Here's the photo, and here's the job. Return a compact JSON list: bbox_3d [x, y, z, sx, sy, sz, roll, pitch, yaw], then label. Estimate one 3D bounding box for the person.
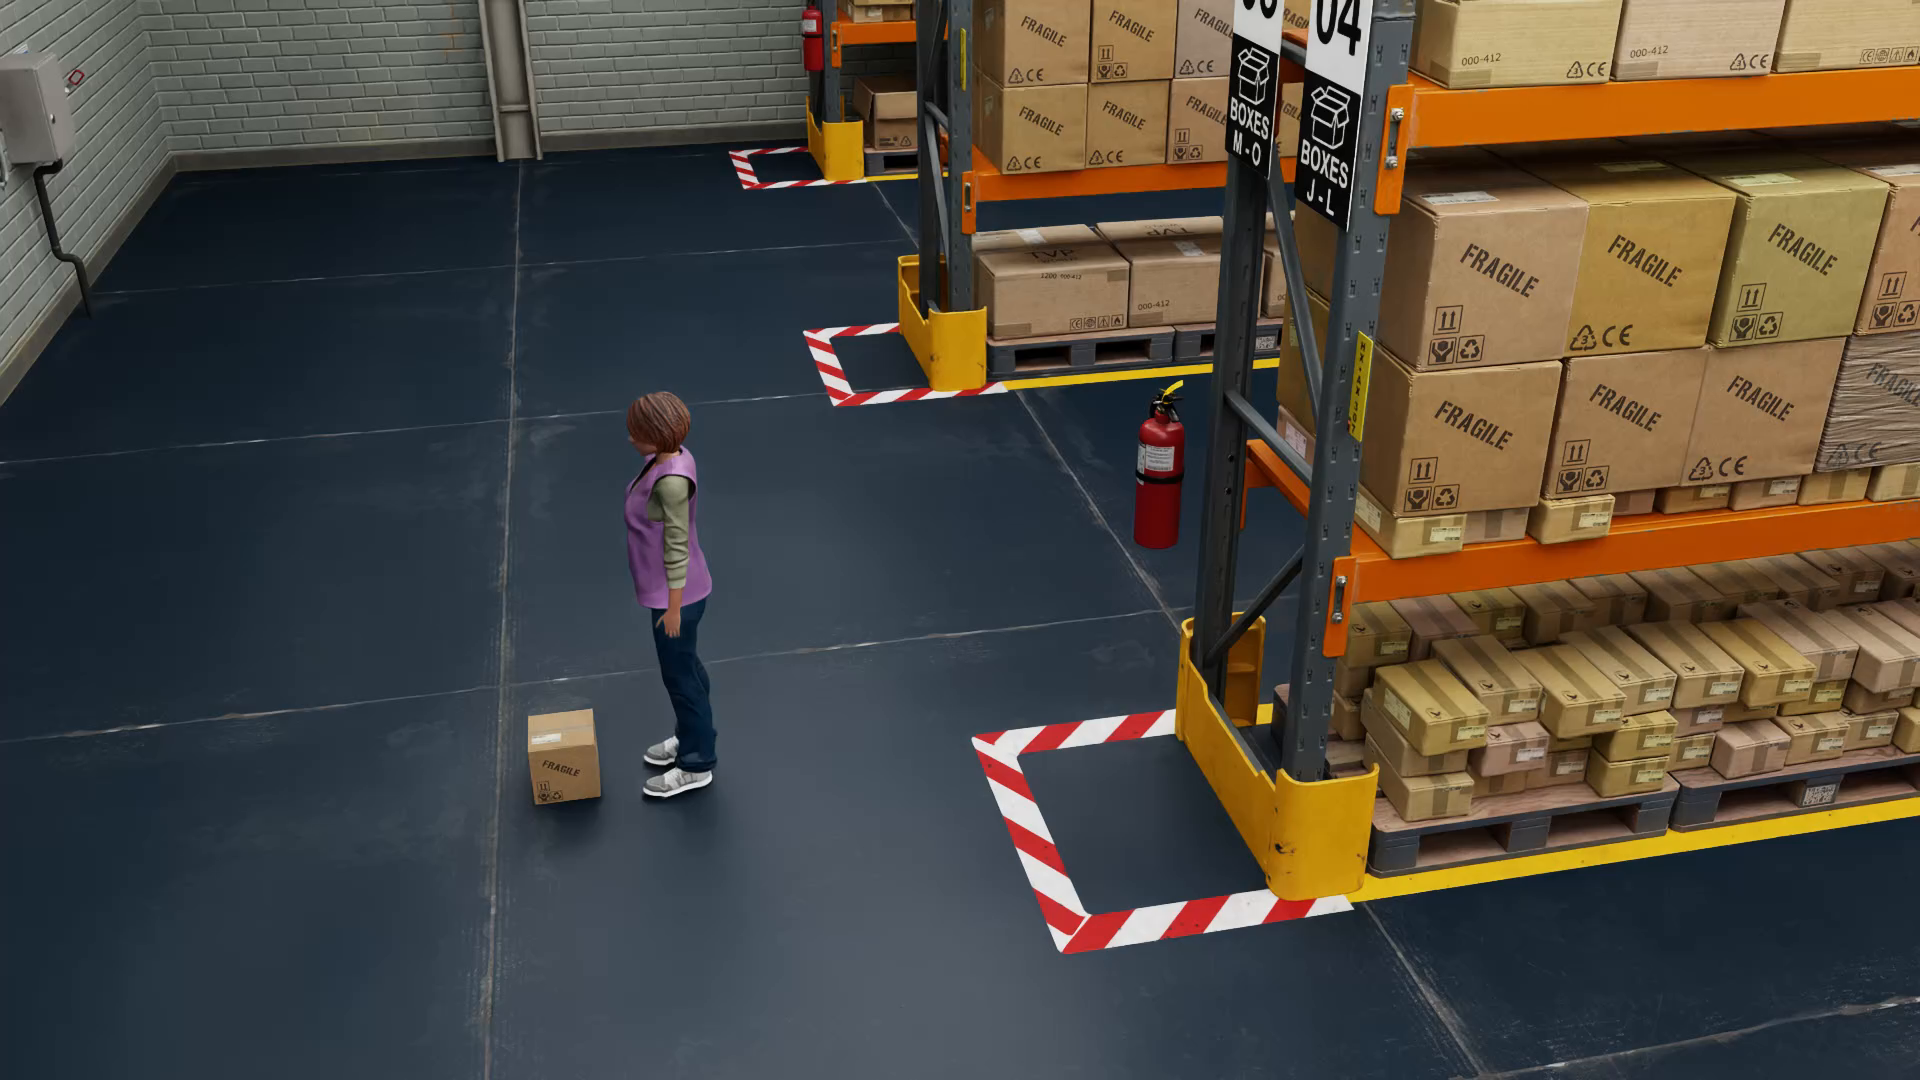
[{"bbox_3d":[-1.093,0.200,6.231,0.330,1.603,0.408,-5,28,-10],"label":"person"}]
